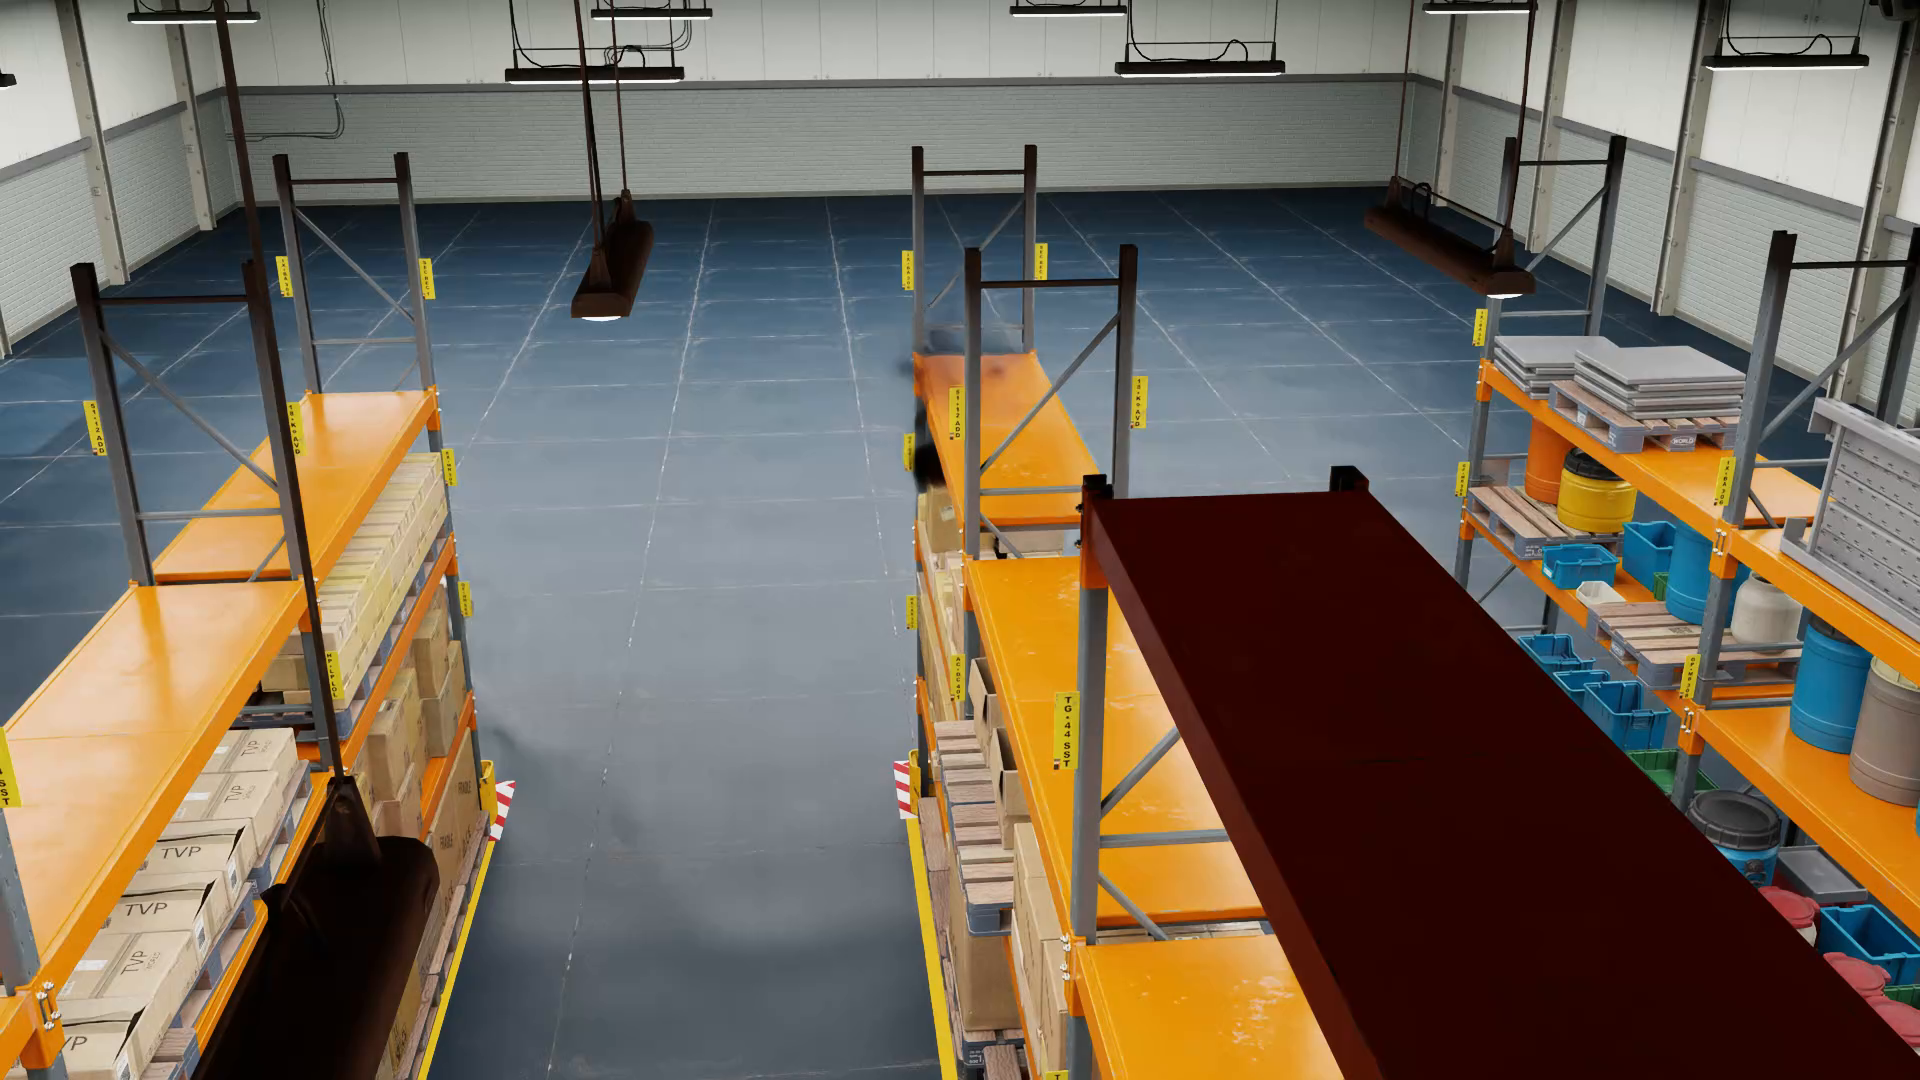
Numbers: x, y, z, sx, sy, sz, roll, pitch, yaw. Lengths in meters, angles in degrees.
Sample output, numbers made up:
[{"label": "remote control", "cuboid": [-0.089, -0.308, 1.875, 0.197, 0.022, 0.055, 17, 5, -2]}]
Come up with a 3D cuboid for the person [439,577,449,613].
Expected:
[{"label": "person", "cuboid": [-5.545, 0.862, 17.133, 0.815, 1.730, 0.571, 18, 28, 38]}]
